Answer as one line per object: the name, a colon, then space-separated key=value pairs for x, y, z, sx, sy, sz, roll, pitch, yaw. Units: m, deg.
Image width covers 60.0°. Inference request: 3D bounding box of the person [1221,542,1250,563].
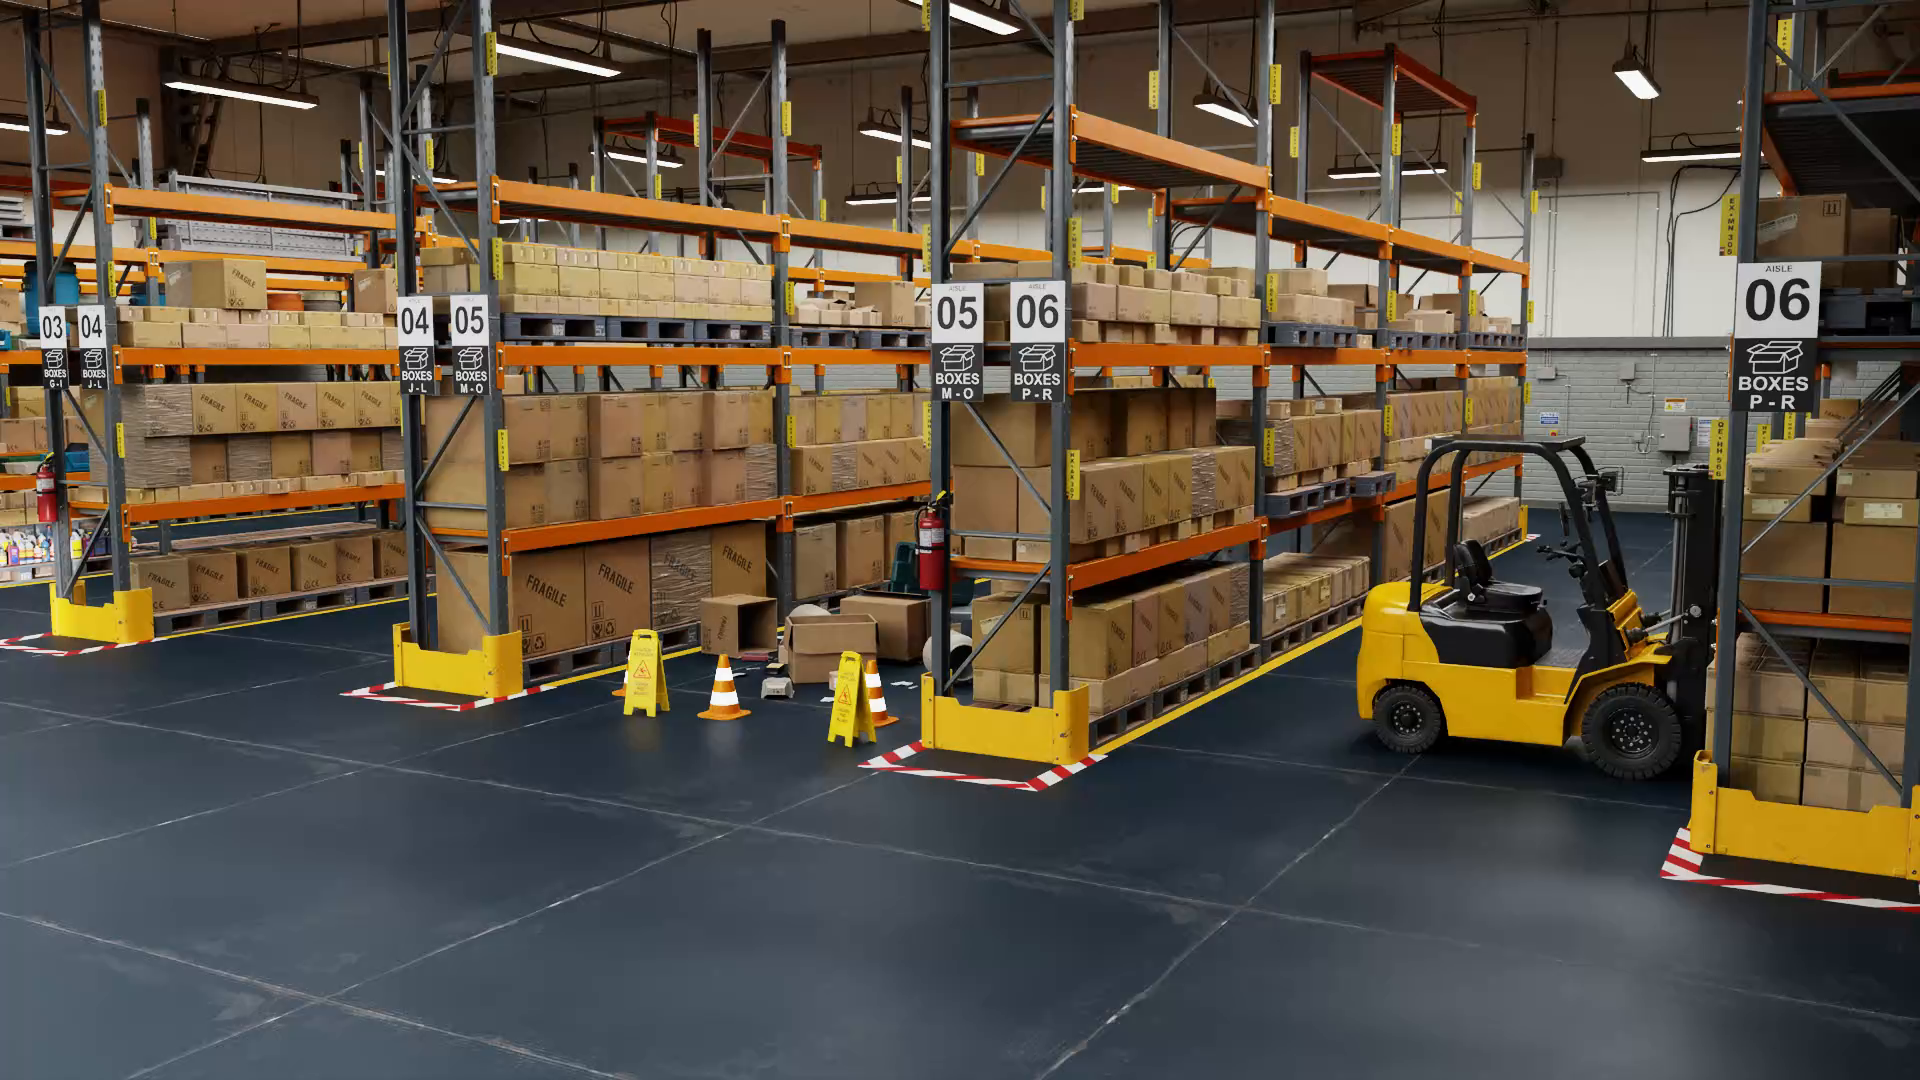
person: x=3.560 y=-0.390 z=21.024 sx=0.413 sy=1.582 sz=0.606 roll=6 pitch=8 yaw=43
